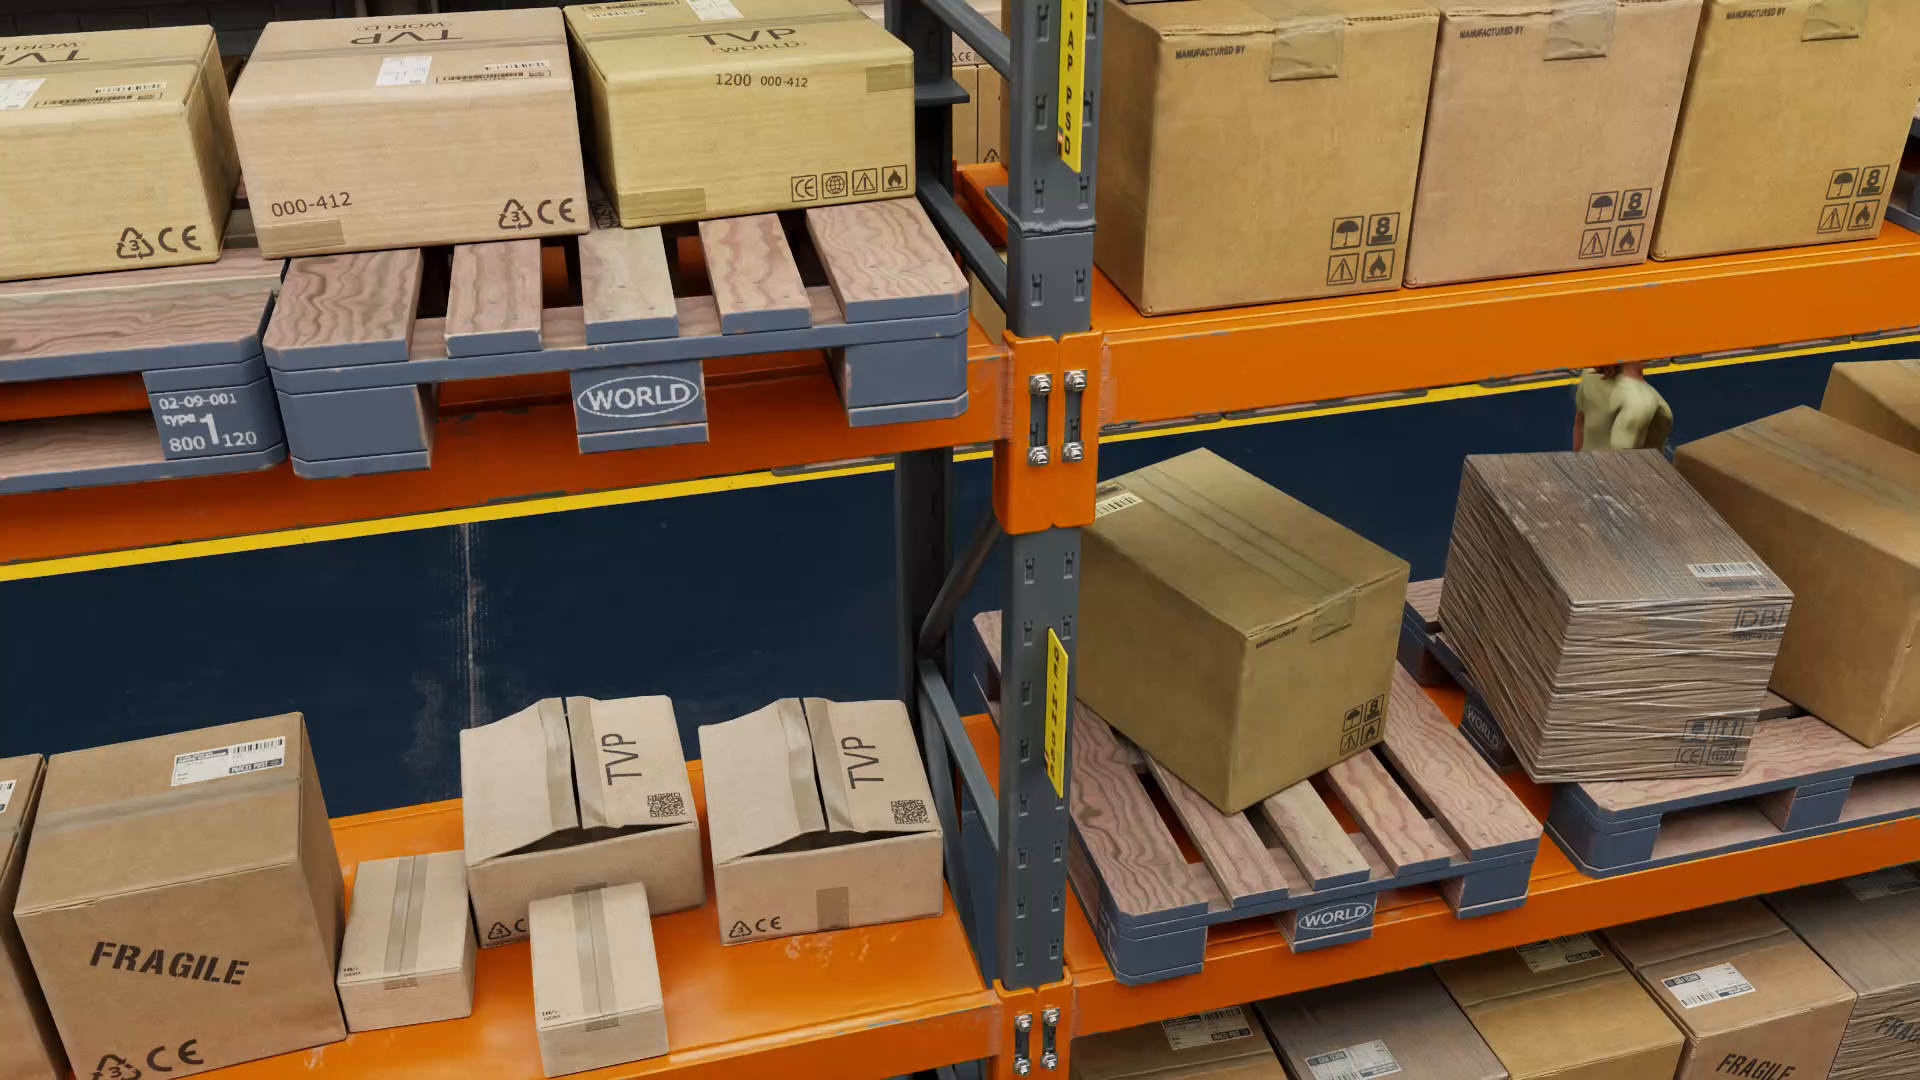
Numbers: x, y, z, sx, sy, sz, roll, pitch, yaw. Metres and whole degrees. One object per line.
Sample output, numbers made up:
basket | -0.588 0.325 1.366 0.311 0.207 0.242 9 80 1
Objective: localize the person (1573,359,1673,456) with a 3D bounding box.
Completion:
person | 2.440 -0.155 6.382 0.798 1.642 0.446 -6 31 -10
